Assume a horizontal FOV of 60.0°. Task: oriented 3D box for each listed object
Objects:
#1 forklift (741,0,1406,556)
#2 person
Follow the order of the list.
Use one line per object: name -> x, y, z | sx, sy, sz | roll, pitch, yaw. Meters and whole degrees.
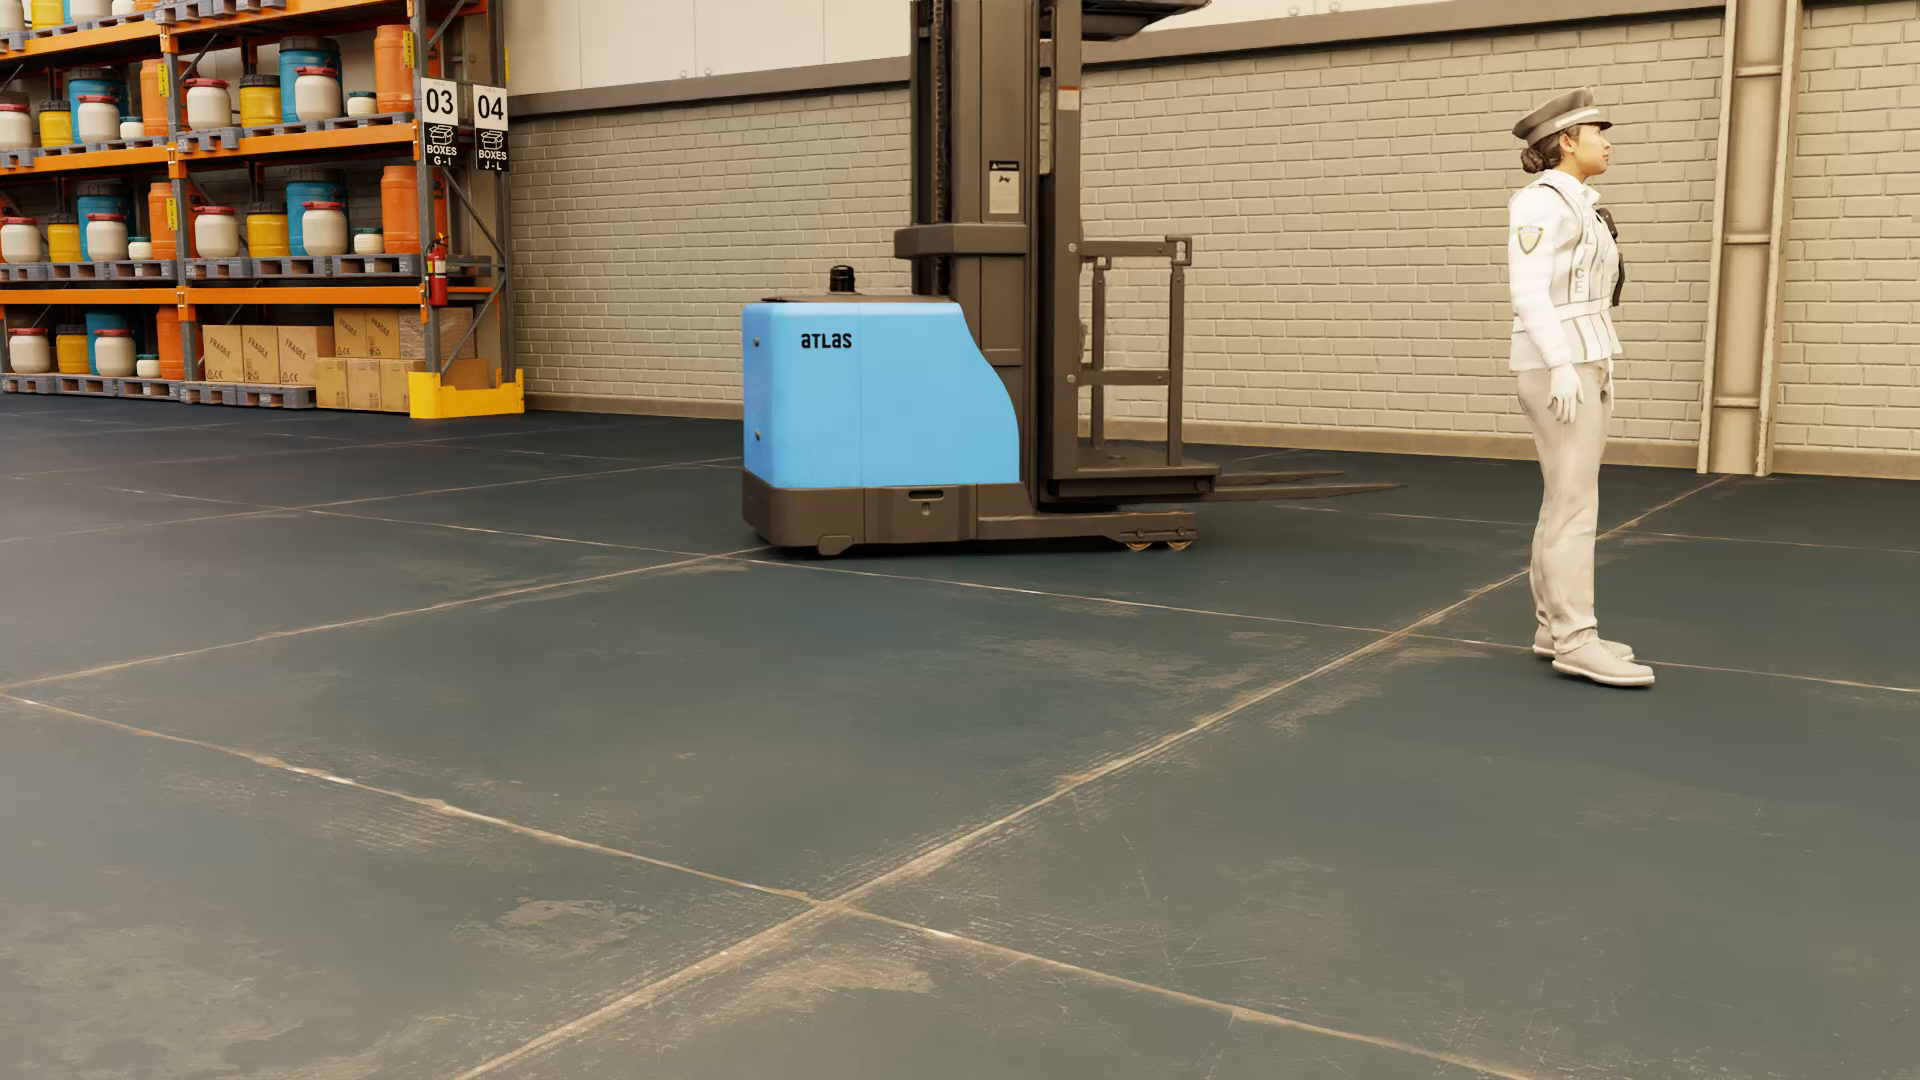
forklift -> 0.556, -1.476, 7.573 | 3.031, 2.935, 1.130 | -2, 8, -15
person -> 1.850, -0.475, 4.876 | 0.532, 1.694, 0.586 | 5, 10, 33
